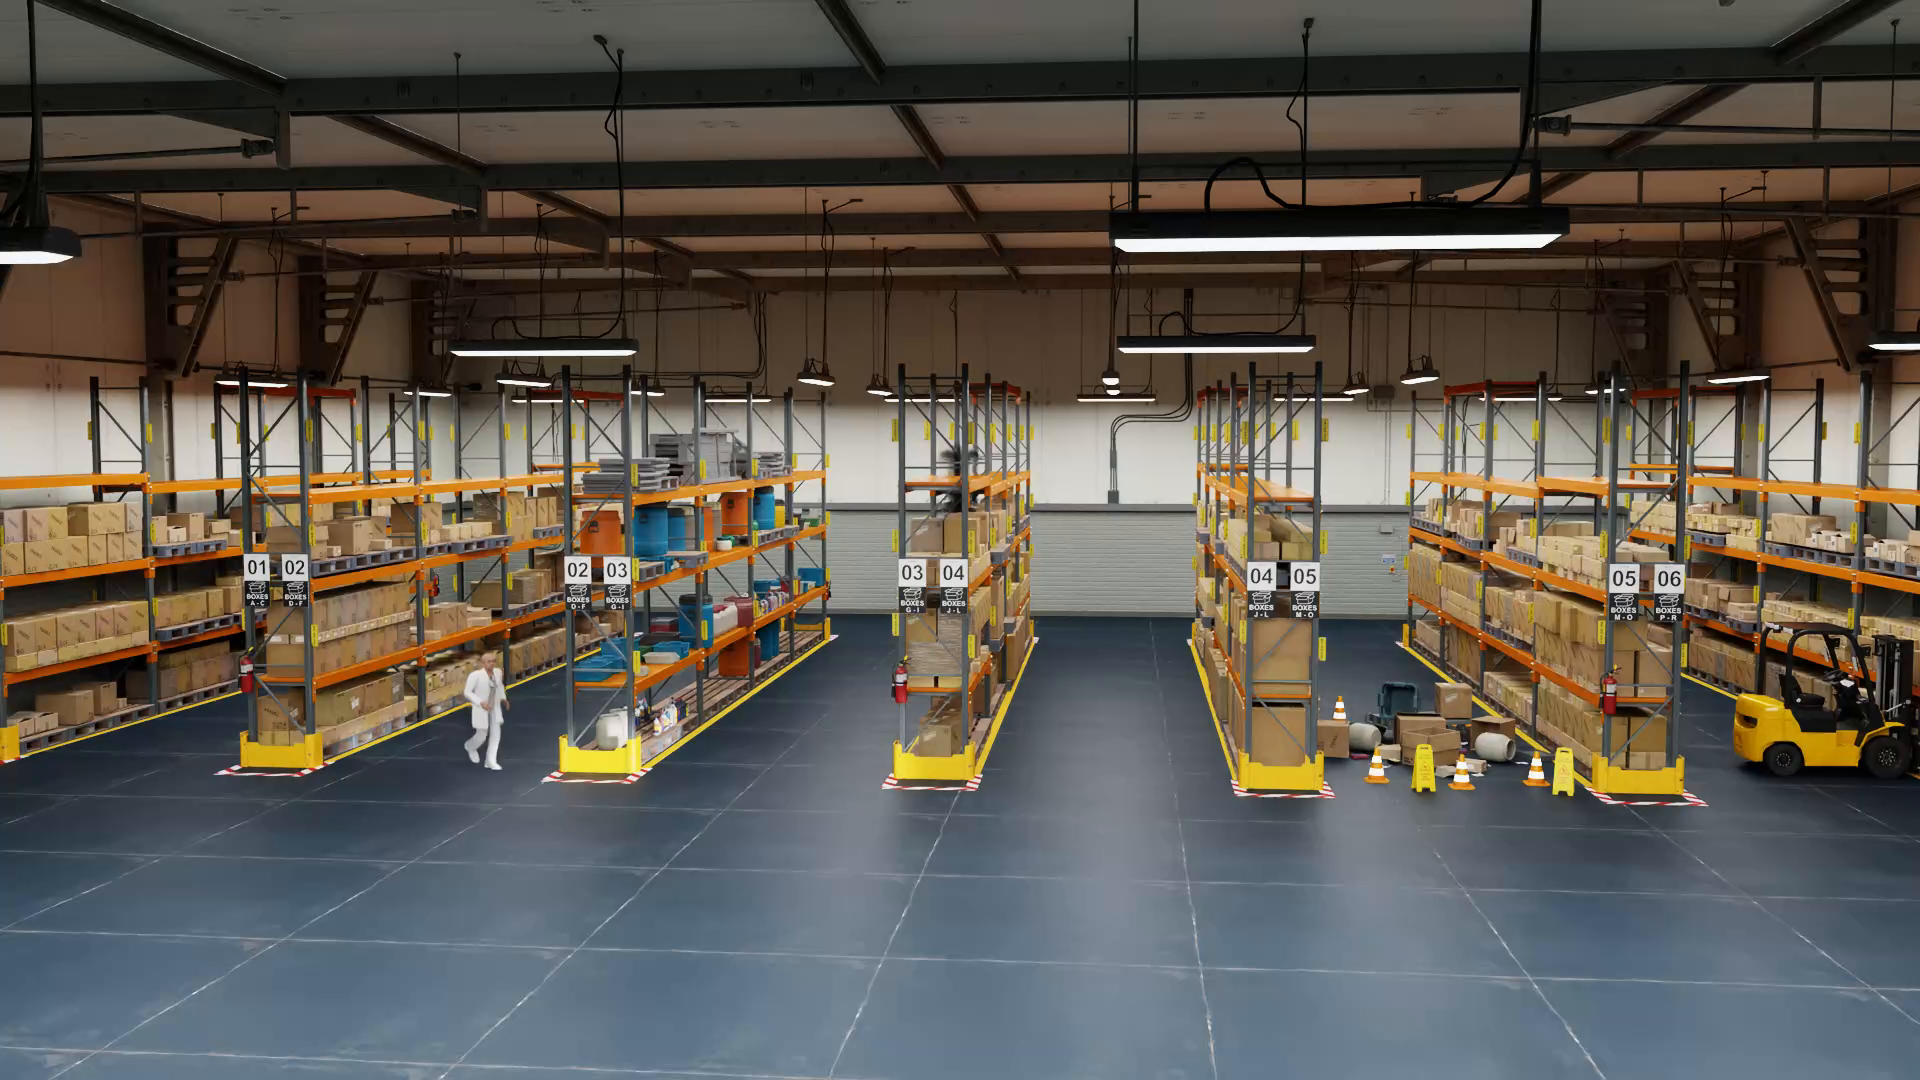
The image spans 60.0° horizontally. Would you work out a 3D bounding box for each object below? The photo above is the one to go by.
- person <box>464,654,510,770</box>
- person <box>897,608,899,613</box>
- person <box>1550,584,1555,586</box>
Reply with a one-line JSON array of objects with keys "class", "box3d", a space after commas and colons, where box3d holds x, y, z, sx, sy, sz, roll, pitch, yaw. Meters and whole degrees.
[{"class": "person", "box3d": [-7.143, 2.545, 24.878, 0.705, 1.736, 0.878, -3, 5, -42]}, {"class": "person", "box3d": [-1.002, 1.874, 35.103, 0.665, 1.810, 0.830, 1, 4, 14]}, {"class": "person", "box3d": [13.019, 1.813, 36.248, 0.714, 1.734, 0.983, -1, 4, -13]}]
